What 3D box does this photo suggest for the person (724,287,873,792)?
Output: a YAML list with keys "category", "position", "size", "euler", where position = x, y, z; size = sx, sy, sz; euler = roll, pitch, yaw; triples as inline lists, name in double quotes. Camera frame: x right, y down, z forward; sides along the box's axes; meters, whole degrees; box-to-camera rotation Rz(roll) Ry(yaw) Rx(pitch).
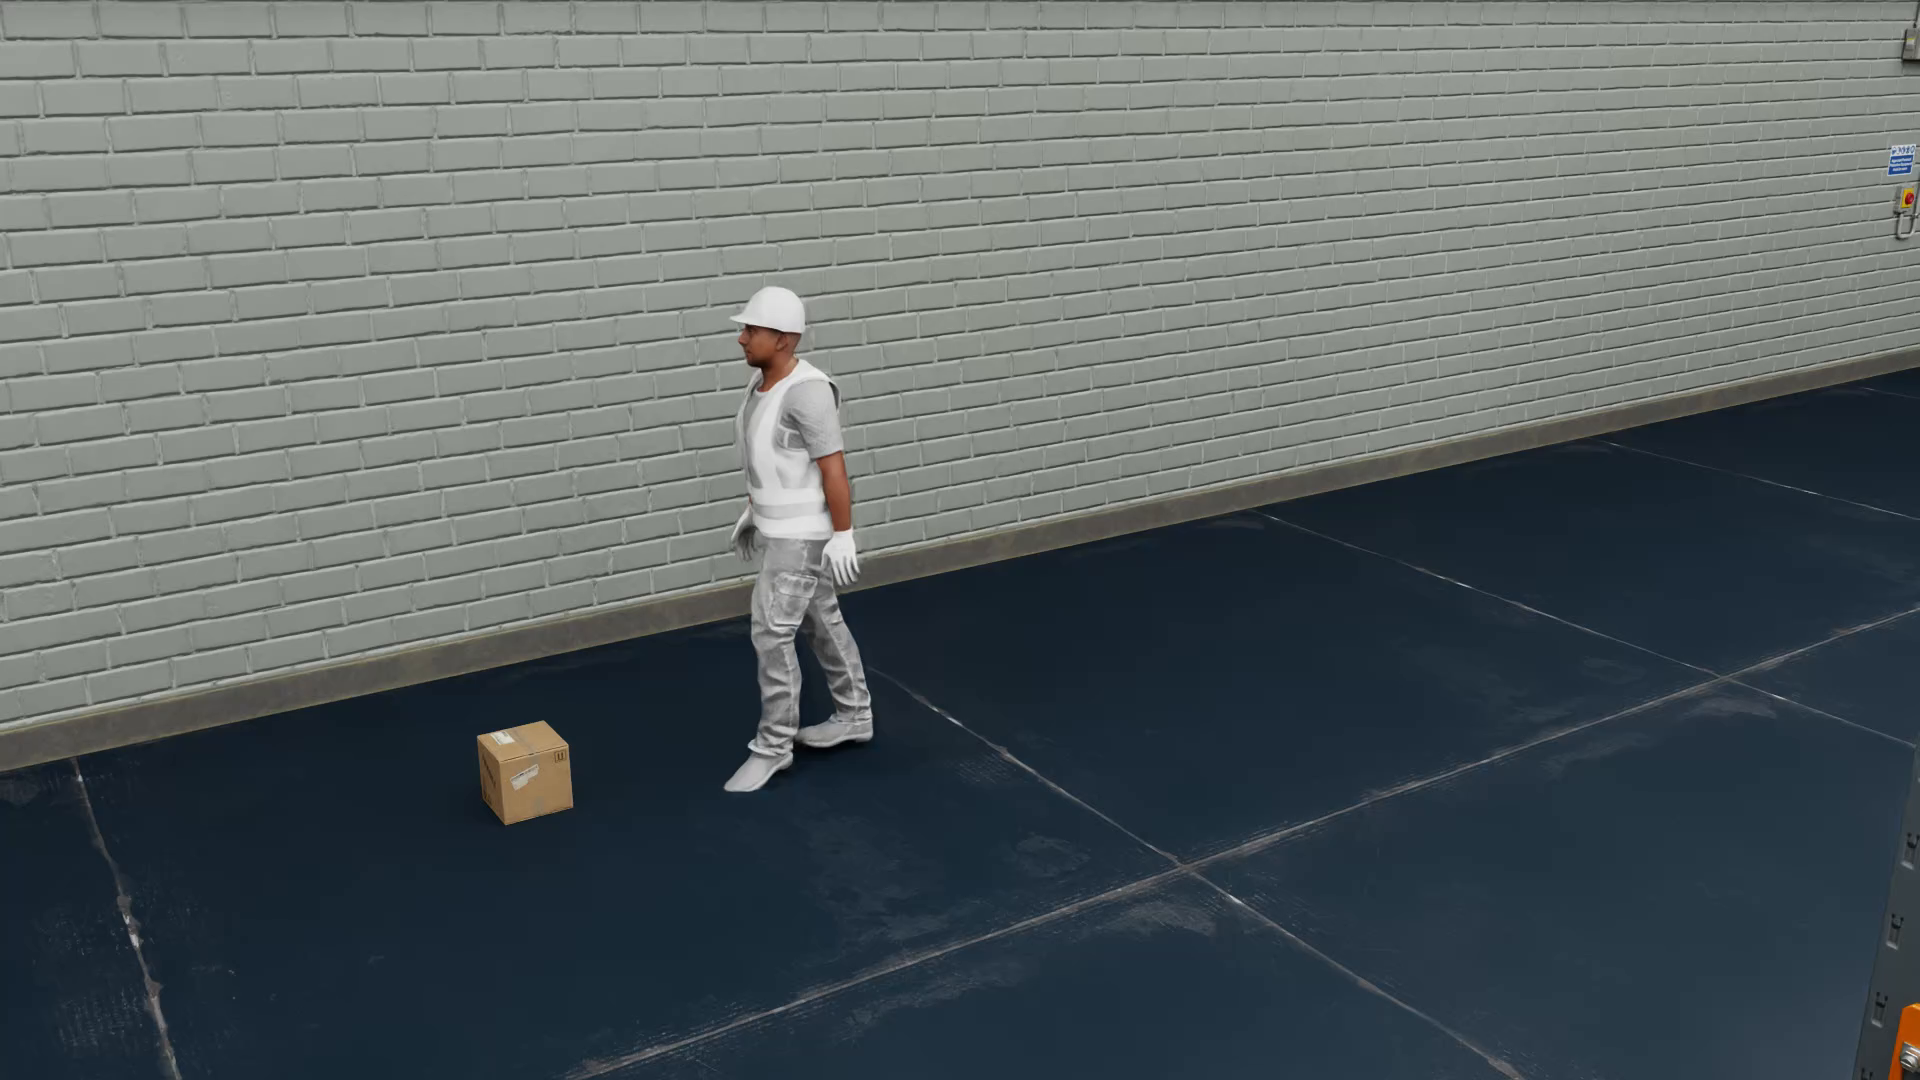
- category: "person"
  position: [-0.634, -0.016, 6.092]
  size: [0.628, 1.823, 0.570]
  euler: [-6, 19, -18]
